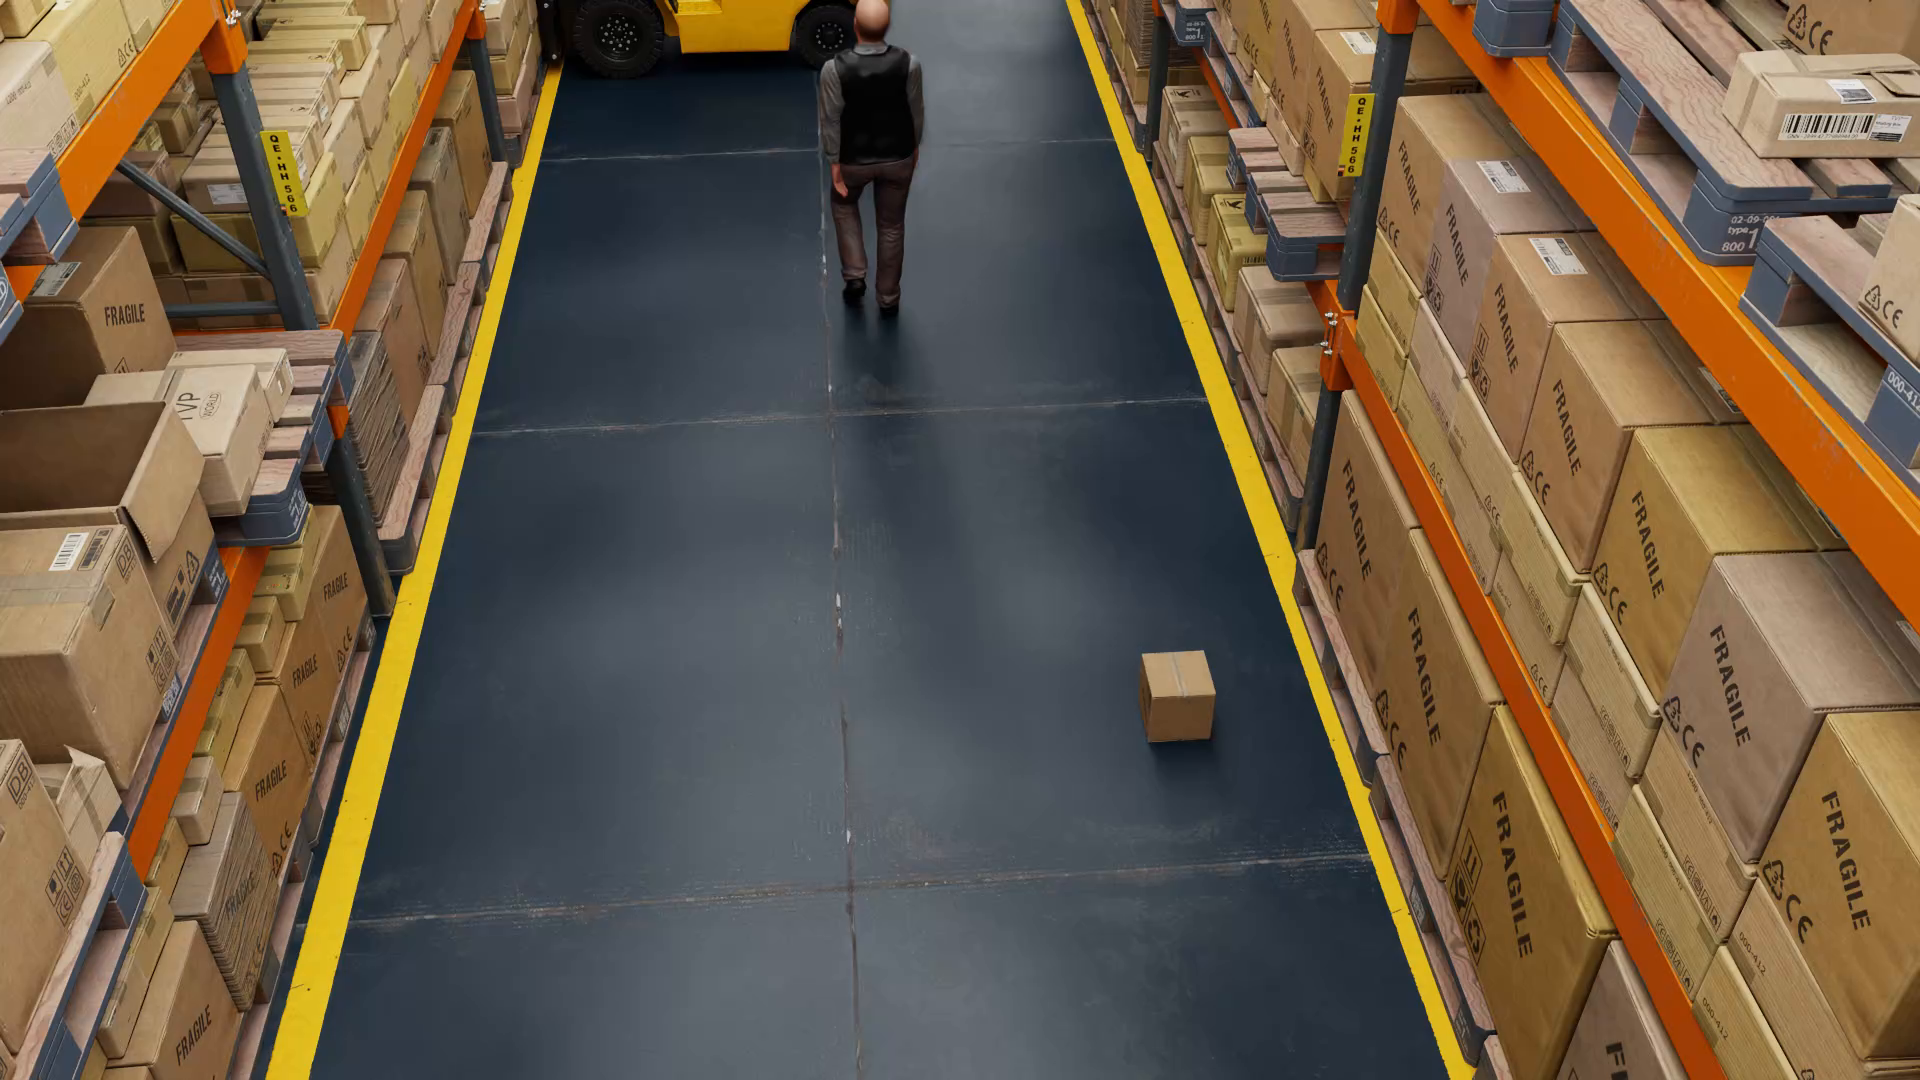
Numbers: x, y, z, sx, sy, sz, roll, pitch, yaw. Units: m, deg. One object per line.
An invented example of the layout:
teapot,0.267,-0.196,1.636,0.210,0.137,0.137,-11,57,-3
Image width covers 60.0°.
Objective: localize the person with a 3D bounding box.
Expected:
person,-0.453,-1.983,8.634,0.536,1.761,0.482,-5,39,-6
